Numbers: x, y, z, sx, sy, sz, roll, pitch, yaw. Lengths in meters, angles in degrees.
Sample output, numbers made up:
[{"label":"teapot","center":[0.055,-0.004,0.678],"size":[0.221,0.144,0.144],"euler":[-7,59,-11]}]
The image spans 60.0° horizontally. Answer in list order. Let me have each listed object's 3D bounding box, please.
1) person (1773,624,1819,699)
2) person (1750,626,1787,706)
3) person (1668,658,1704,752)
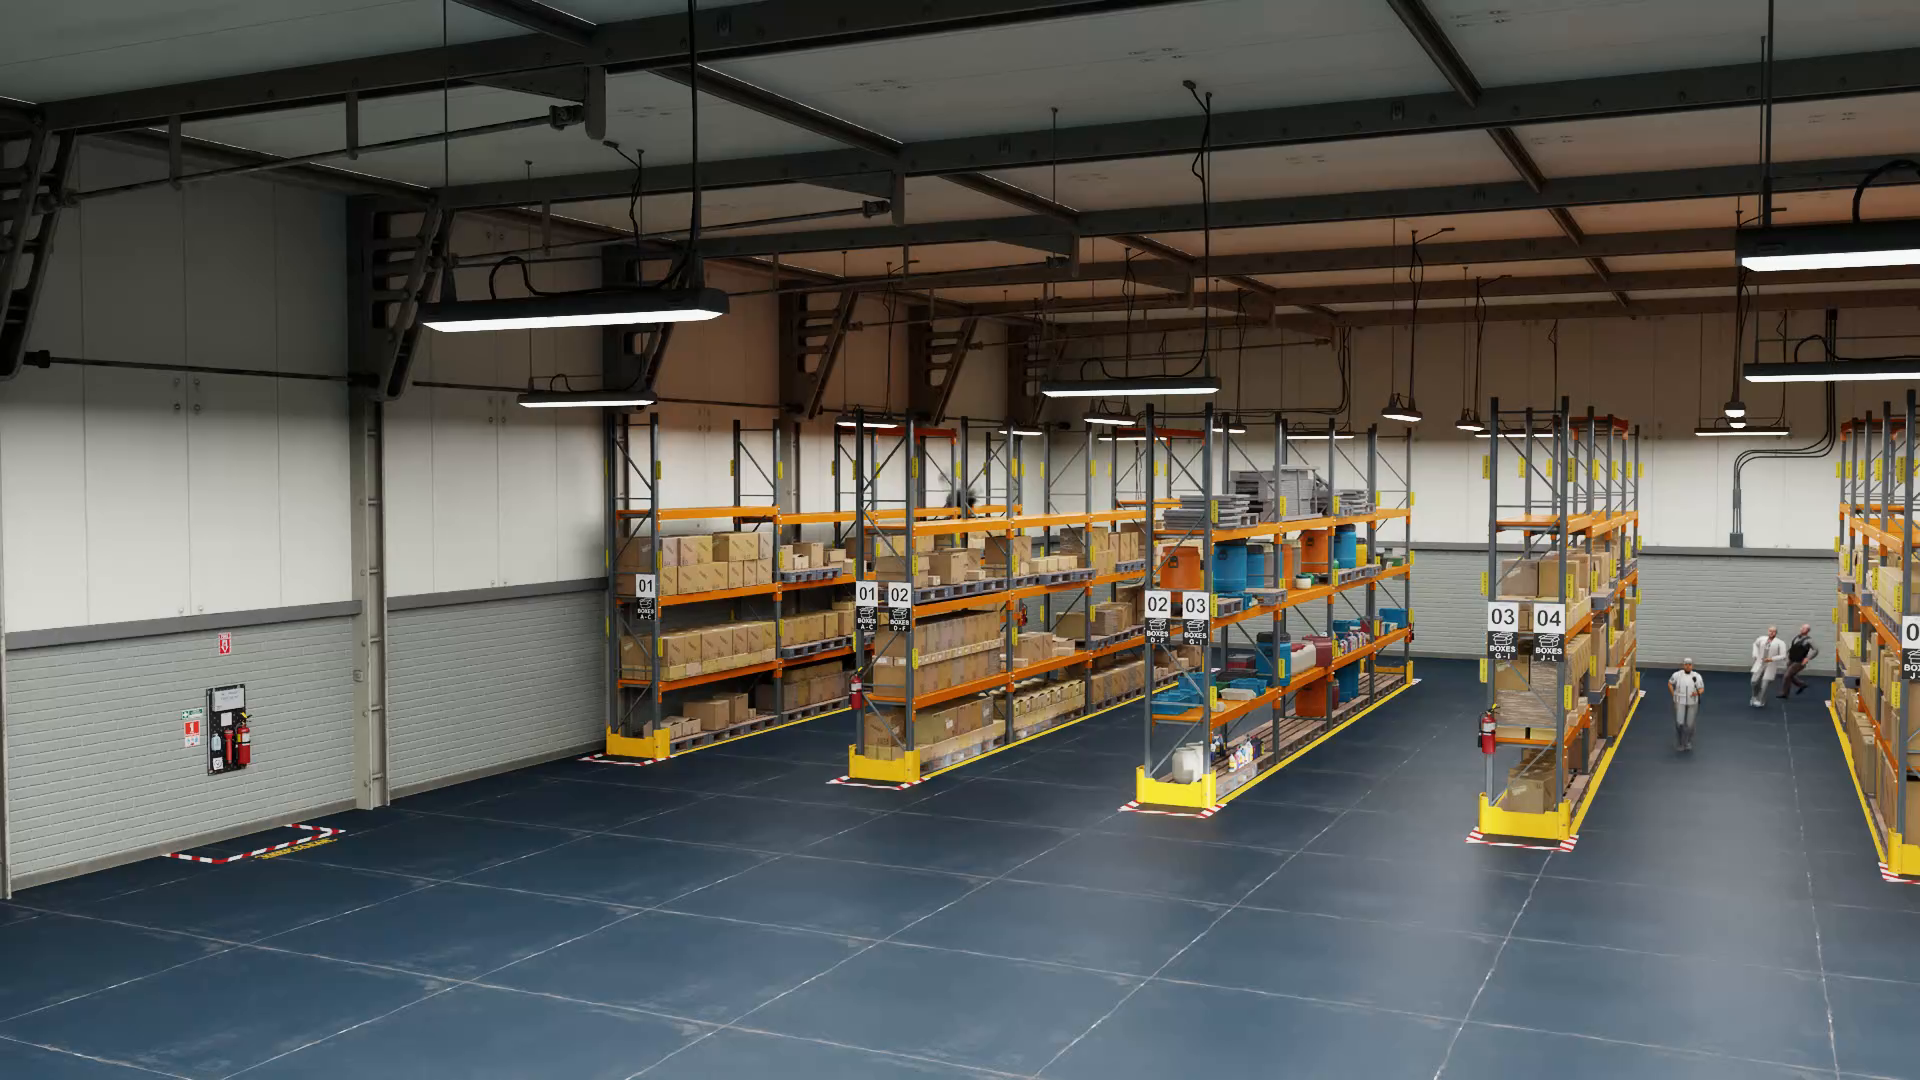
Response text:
[{"label":"person","center":[18.185,2.654,36.150],"size":[0.786,1.655,0.722],"euler":[0,2,-3]},{"label":"person","center":[16.971,2.663,34.914],"size":[0.716,1.717,0.644],"euler":[2,3,41]},{"label":"person","center":[12.918,2.954,29.589],"size":[0.579,1.714,0.616],"euler":[1,3,19]}]
